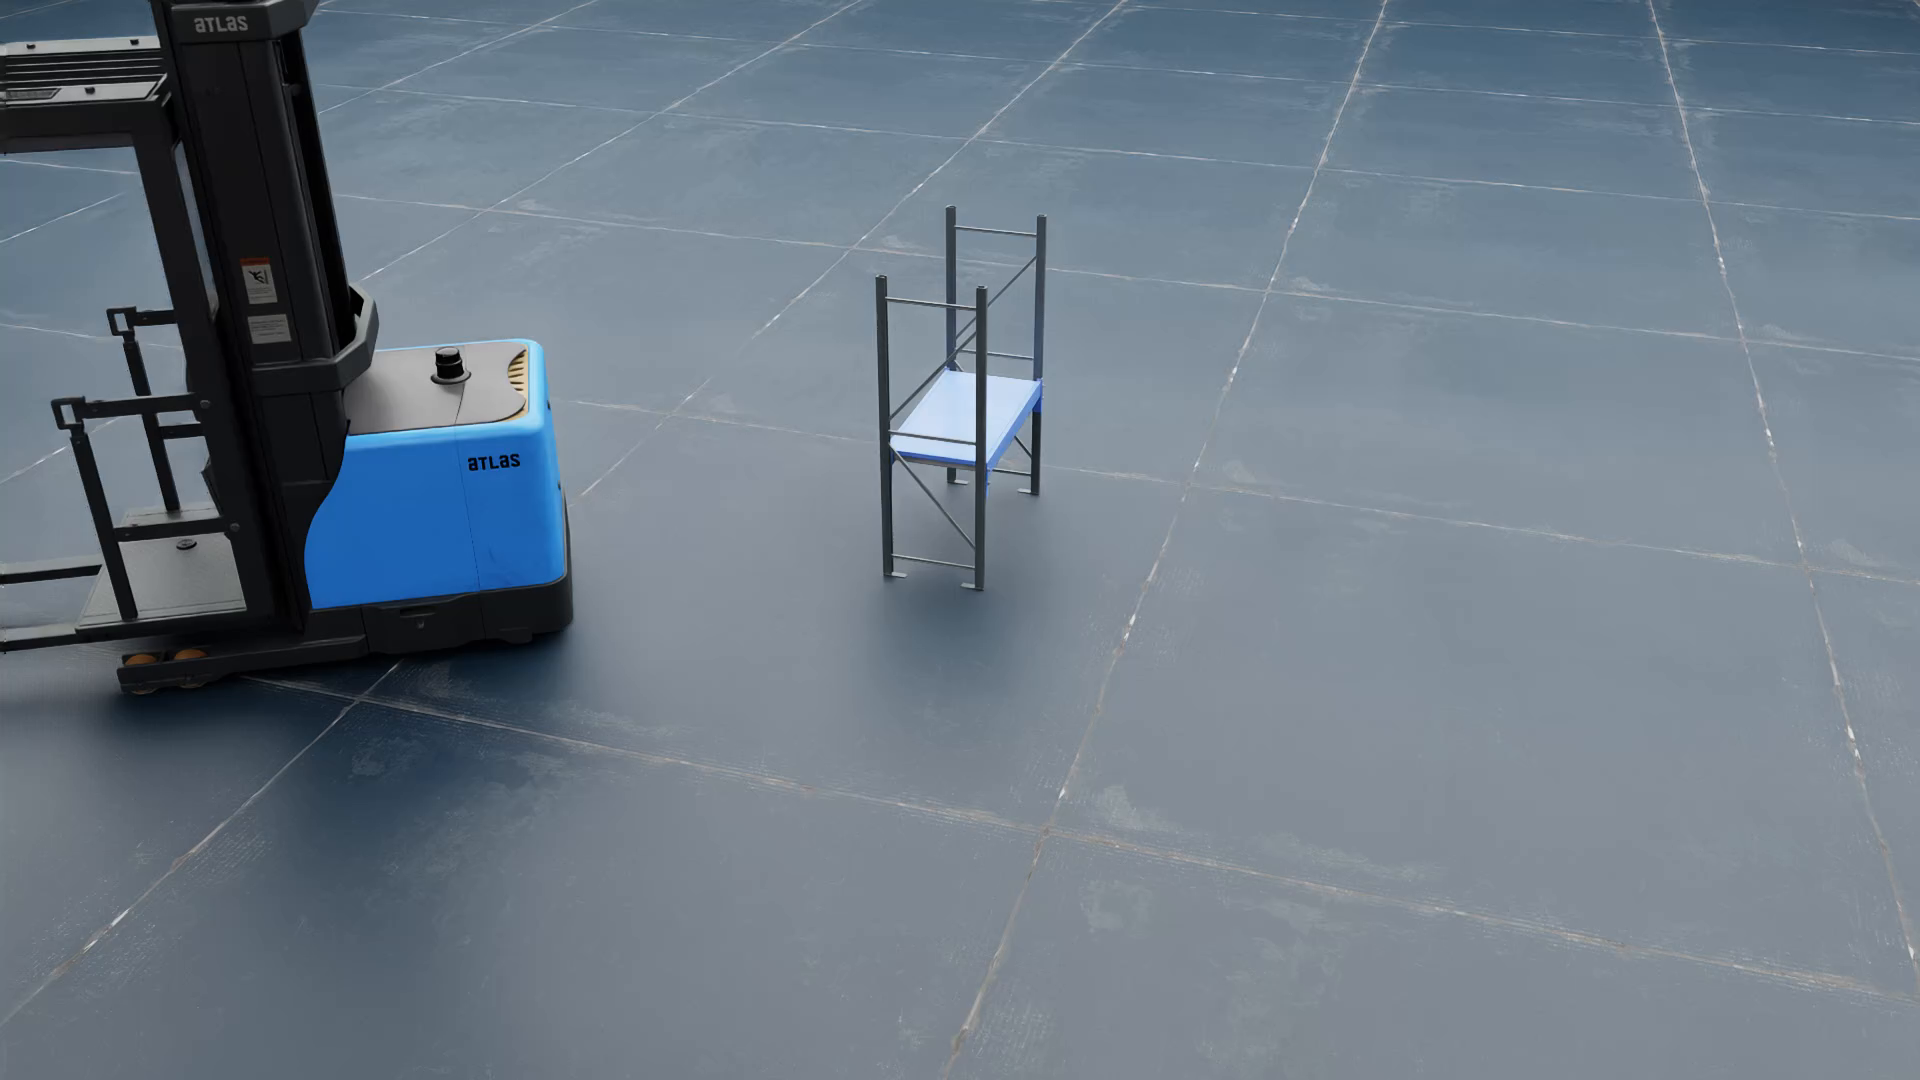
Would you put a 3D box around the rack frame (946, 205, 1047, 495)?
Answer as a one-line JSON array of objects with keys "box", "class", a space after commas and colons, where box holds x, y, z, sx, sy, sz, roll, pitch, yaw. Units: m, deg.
[{"box": [0.174, -0.931, 8.381, 0.500, 1.500, 0.032, 8, 30, 15], "class": "rack frame"}]

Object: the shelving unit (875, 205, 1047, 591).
[{"box": [0.025, -0.695, 7.957, 0.538, 1.500, 1.048, 8, 30, 15], "class": "shelving unit"}]

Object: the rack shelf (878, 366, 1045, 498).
[{"box": [0.025, -0.538, 8.044, 0.538, 0.185, 1.000, 8, 30, 15], "class": "rack shelf"}]

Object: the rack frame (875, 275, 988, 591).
[{"box": [-0.124, -0.459, 7.532, 0.500, 1.500, 0.032, 8, 30, 15], "class": "rack frame"}]

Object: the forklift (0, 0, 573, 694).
[{"box": [-3.309, -0.907, 6.866, 3.031, 2.935, 1.130, -6, 30, -11], "class": "forklift"}]
